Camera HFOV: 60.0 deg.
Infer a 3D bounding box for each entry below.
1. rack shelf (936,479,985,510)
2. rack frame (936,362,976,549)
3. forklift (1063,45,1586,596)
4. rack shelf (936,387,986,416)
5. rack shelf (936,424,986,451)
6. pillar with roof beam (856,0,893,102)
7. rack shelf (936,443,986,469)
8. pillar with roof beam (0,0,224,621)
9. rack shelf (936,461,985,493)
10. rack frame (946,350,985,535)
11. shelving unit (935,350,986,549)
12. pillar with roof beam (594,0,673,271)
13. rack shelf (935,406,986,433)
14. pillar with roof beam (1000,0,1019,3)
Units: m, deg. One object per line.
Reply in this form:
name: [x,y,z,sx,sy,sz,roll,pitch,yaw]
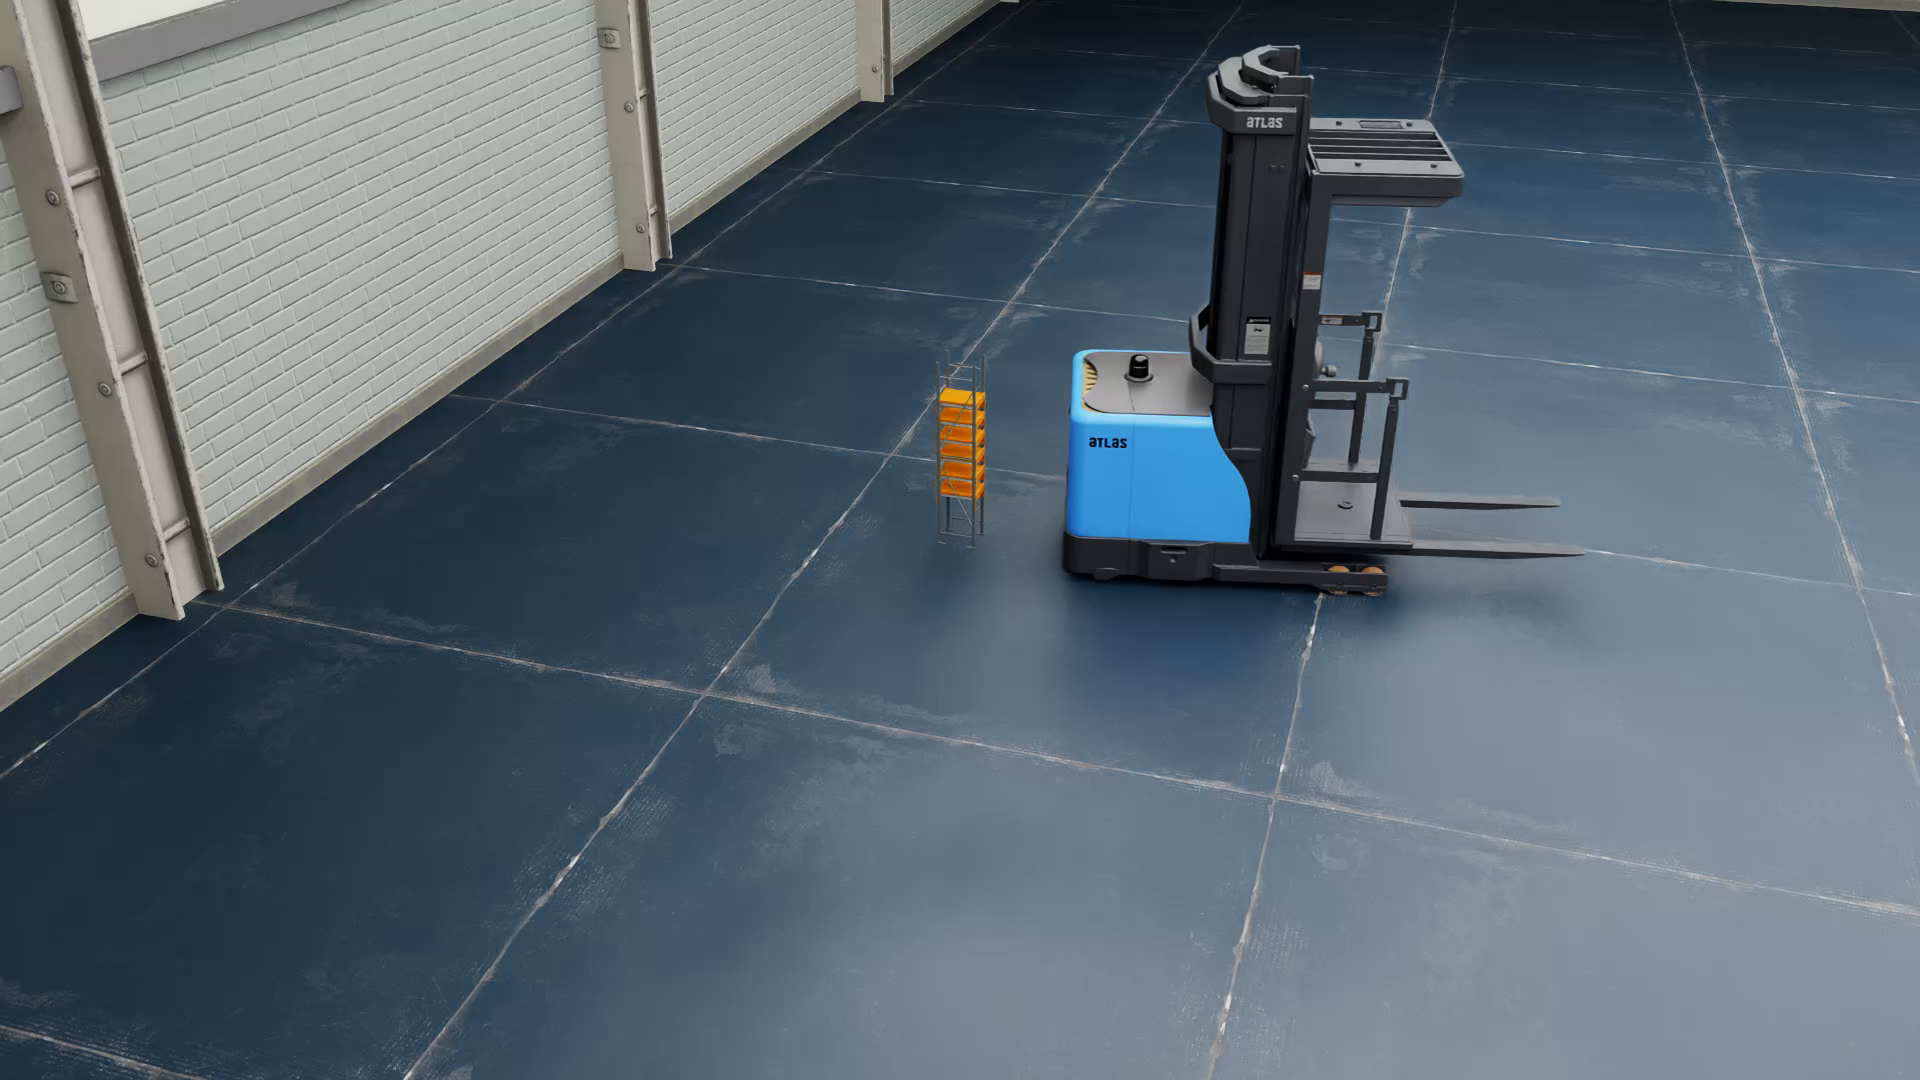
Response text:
rack shelf: [0.004,-0.282,10.109,0.258,0.103,0.180,8,30,15]
rack frame: [-0.023,-0.489,9.894,0.240,1.200,0.006,8,30,15]
forklift: [2.153,-1.224,9.436,3.031,2.935,1.130,2,29,4]
rack shelf: [0.004,-0.807,9.817,0.258,0.103,0.180,8,30,15]
rack shelf: [0.004,-0.597,9.934,0.258,0.103,0.180,8,30,15]
pillar with roof beam: [3.120,-8.552,16.366,9.100,9.000,0.400,8,30,15]
rack shelf: [0.004,-0.492,9.992,0.258,0.103,0.180,8,30,15]
pillar with roof beam: [-0.402,-2.975,6.342,9.100,9.000,0.400,8,30,15]
rack shelf: [0.004,-0.387,10.050,0.258,0.103,0.180,8,30,15]
rack frame: [0.031,-0.574,10.047,0.240,1.200,0.006,8,30,15]
shelving unit: [0.004,-0.531,9.970,0.258,1.200,0.189,8,30,15]
pillar with roof beam: [1.359,-5.764,11.354,9.100,9.000,0.400,8,30,15]
rack shelf: [0.004,-0.702,9.875,0.258,0.103,0.180,8,30,15]
pillar with roof beam: [4.881,-11.340,21.379,9.100,9.000,0.400,8,30,15]
